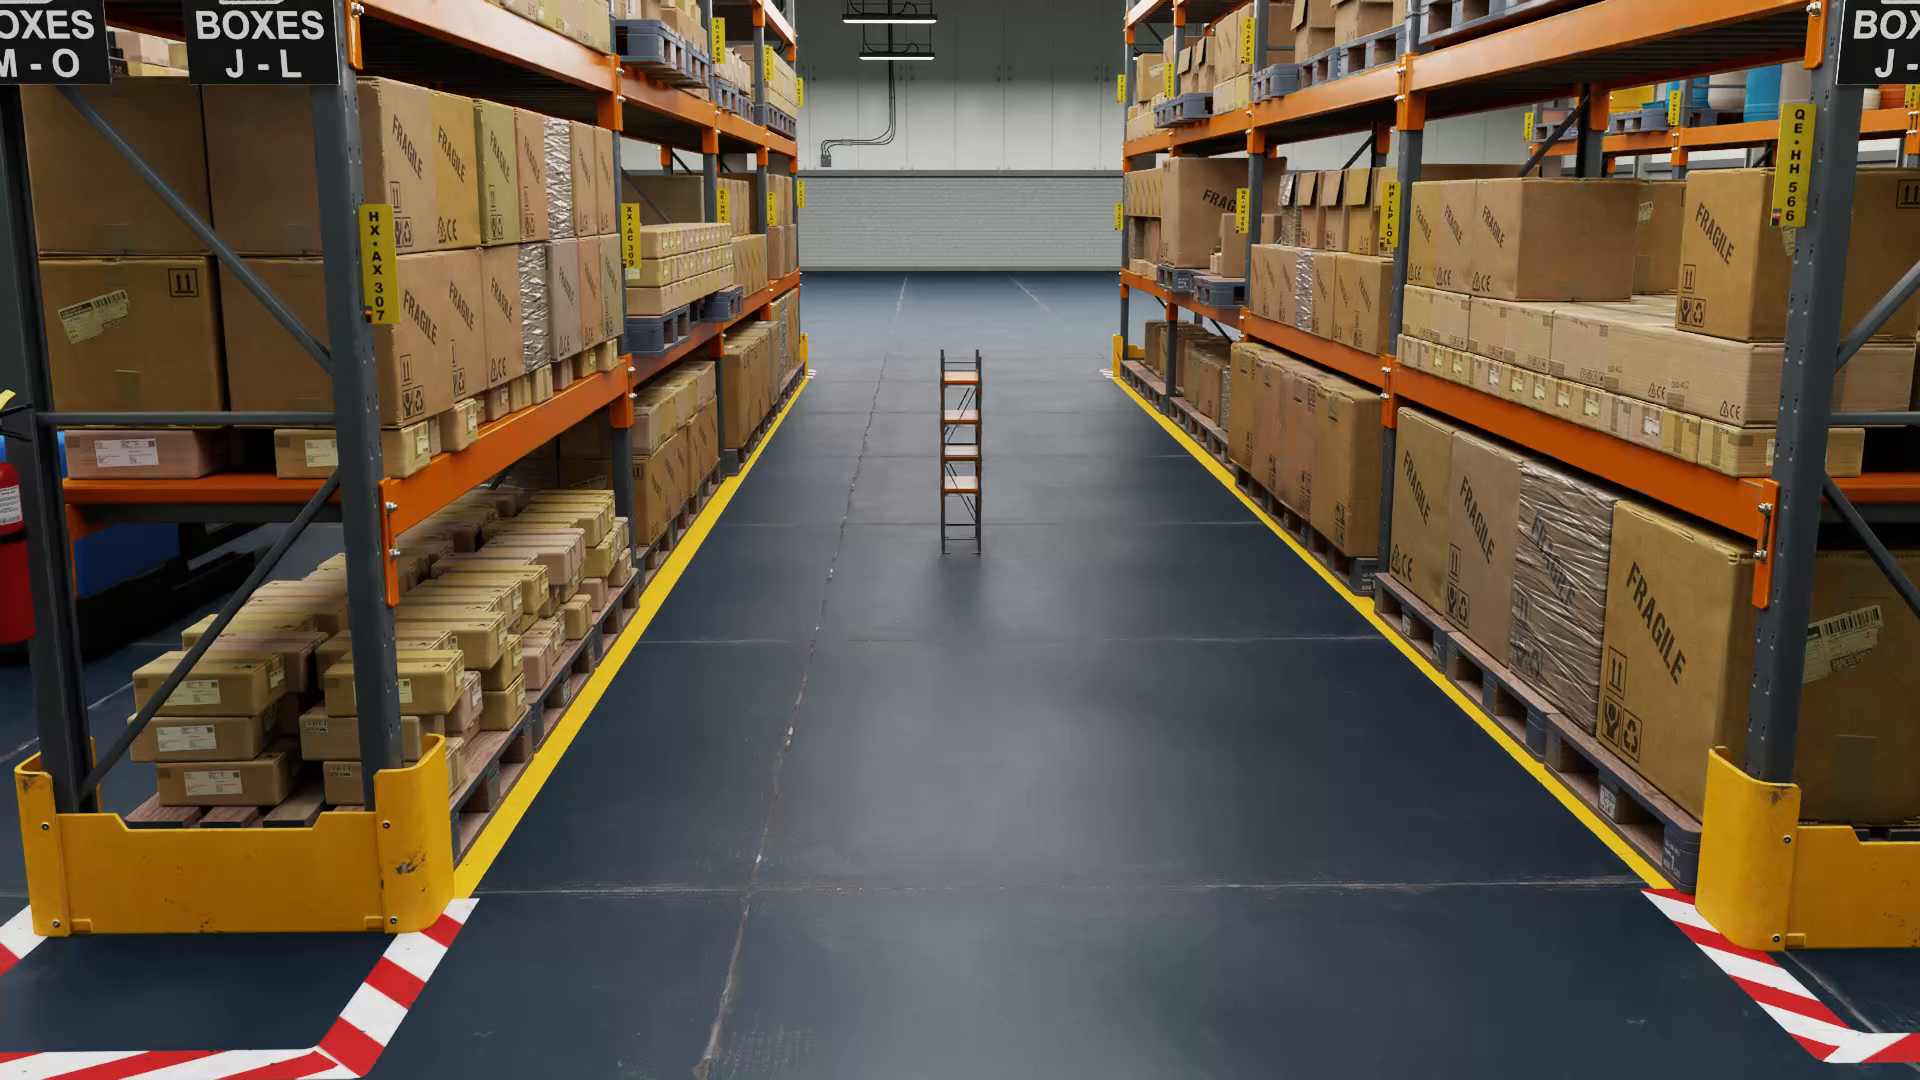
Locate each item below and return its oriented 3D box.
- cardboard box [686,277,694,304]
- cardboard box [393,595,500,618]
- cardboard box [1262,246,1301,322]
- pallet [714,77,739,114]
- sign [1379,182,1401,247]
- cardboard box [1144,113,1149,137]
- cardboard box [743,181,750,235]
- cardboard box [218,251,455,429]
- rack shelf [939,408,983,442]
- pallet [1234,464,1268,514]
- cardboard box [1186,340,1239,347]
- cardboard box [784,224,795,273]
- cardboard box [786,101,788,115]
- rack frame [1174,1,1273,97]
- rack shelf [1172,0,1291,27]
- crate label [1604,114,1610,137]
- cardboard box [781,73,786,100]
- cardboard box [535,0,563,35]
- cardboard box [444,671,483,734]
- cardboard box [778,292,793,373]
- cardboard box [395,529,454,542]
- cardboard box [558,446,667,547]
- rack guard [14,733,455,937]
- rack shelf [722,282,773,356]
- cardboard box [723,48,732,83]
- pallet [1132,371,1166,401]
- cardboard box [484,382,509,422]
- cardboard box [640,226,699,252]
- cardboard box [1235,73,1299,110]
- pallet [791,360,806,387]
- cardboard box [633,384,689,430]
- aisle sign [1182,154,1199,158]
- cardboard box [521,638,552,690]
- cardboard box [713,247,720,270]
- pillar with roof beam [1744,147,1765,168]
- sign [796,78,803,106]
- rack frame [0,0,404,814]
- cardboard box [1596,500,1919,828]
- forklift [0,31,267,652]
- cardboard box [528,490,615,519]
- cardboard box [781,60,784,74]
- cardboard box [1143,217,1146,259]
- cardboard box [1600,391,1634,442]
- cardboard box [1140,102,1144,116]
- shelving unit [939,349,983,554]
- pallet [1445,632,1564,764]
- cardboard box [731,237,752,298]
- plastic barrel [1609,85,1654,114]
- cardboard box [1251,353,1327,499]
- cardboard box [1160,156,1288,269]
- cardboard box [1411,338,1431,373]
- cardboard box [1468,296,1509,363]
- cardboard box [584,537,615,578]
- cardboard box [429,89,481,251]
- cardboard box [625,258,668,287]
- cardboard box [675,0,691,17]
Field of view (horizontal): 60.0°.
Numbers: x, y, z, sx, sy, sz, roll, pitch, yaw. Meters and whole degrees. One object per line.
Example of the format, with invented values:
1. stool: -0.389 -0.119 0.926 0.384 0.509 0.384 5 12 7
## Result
1. cardboard box: -1.801 -1.497 9.969 0.380 0.149 0.250 -1 11 -4
2. cardboard box: -1.909 0.307 6.121 0.380 0.149 0.250 -1 11 -4
3. cardboard box: 2.400 -1.773 11.503 0.500 0.500 0.500 -1 11 -3
4. pallet: -2.379 -3.429 12.849 1.213 0.211 1.003 0 11 1
5. sign: 2.189 -1.654 8.453 0.100 0.325 0.005 0 11 -1
6. cardboard box: 2.274 -4.510 18.077 0.500 0.250 0.500 0 11 1
7. cardboard box: -2.379 -3.159 15.822 0.700 0.500 0.500 0 11 -2
8. cardboard box: -1.880 -0.619 5.066 0.500 0.500 0.500 0 11 2
9. rack shelf: 0.003 -0.708 10.247 0.258 0.148 0.480 0 11 -1
10. pallet: 2.590 -0.401 12.003 1.003 0.211 1.213 0 11 -1
11. cardboard box: 2.598 -1.780 17.018 0.500 0.500 0.500 -1 11 -3
12. cardboard box: -2.391 -3.405 19.421 0.875 0.550 0.550 0 11 -1
13. cardboard box: -2.106 -4.799 18.448 0.380 0.149 0.250 0 11 -1
14. rack frame: 2.566 -5.659 15.822 1.000 3.000 0.127 0 11 -1
15. rack shelf: 2.607 -4.713 13.974 1.077 0.370 4.000 0 11 -1
16. crate label: 7.144 -4.559 18.314 0.502 0.251 0.408 0 11 -1
17. cardboard box: -2.159 -4.916 18.022 0.500 0.250 0.500 0 11 -1
18. cardboard box: -1.940 -2.229 6.833 0.500 0.250 0.500 0 11 -2
19. cardboard box: -1.850 0.552 5.660 0.380 0.149 0.250 0 11 -1
20. cardboard box: -2.377 -2.369 18.981 0.875 0.875 0.875 0 11 -2
21. cardboard box: -2.477 0.048 7.396 0.380 0.149 0.250 0 11 0
22. cardboard box: -1.980 -0.258 9.515 0.500 0.500 0.500 0 11 1
23. rack guard: -2.148 0.876 4.983 1.175 0.500 0.348 0 11 -1
24. rack shelf: -2.354 -1.969 14.529 1.077 0.370 4.000 0 11 -1
25. cardboard box: -2.118 -3.820 13.368 0.500 0.250 0.500 0 11 0
26. pallet: 2.489 -1.729 18.552 1.003 0.211 1.213 0 11 -1
27. cardboard box: -1.925 -0.535 6.282 0.380 0.149 0.250 0 11 -2
28. cardboard box: -1.806 -1.840 10.165 0.380 0.149 0.250 0 11 1
29. cardboard box: 2.394 -3.414 12.677 0.500 0.250 0.500 0 11 -1
30. pallet: -2.383 -1.989 19.832 1.003 0.211 1.213 0 11 -1
31. cardboard box: -2.000 -0.832 10.462 0.500 0.250 0.500 0 11 1
32. aisle sign: 2.782 -4.802 20.147 0.394 0.787 0.004 0 11 -1
33. cardboard box: -1.851 0.500 6.666 0.380 0.149 0.250 -1 11 -4
34. cardboard box: -1.827 -1.901 11.213 0.380 0.149 0.250 0 11 -1
35. pillar with roof beam: 13.544 -9.940 36.924 9.100 9.000 0.548 0 11 -1
36. sign: -1.935 -5.379 19.956 0.100 0.325 0.005 0 11 -1
37. rack frame: -2.147 -0.334 4.660 1.000 3.000 0.127 0 11 -1
38. cardboard box: 2.721 0.375 5.456 0.875 0.875 0.875 0 11 -1
39. forklift: -4.571 -1.150 8.857 1.130 2.935 3.031 0 11 -1
40. cardboard box: -1.962 -0.159 8.418 0.380 0.149 0.250 0 11 0
41. cardboard box: -2.094 -5.088 17.868 0.380 0.149 0.250 0 11 -1
42. cardboard box: 2.598 -3.501 19.272 0.875 0.500 0.500 0 11 -1
43. cardboard box: 2.462 -0.432 5.775 0.380 0.149 0.250 0 11 0
44. cardboard box: 2.230 -4.846 18.733 0.380 0.149 0.250 0 11 -1
45. shelving unit: 0.003 -0.555 10.278 0.258 1.200 0.503 0 11 -1
46. pallet: 2.697 0.632 6.913 1.003 0.211 1.213 0 11 -1
47. cardboard box: -2.083 -2.364 14.414 0.500 0.500 0.500 0 11 -2
48. plastic barrel: 7.586 -5.077 18.965 0.600 0.588 0.600 0 11 0
49. cardboard box: 2.653 -0.774 11.119 1.225 0.875 0.875 0 11 -1
50. cardboard box: 2.443 -3.061 15.536 1.000 1.000 1.000 0 11 -1
51. cardboard box: 2.410 -0.894 8.051 0.380 0.149 0.250 -1 11 -3
52. cardboard box: 2.501 -0.905 7.105 0.500 0.250 0.500 0 11 0
53. cardboard box: -1.864 0.085 7.962 0.380 0.149 0.250 -1 11 -3
54. cardboard box: -1.908 -1.209 5.460 0.500 0.500 0.500 0 11 0
55. cardboard box: -1.778 -1.437 8.928 0.380 0.149 0.250 0 11 0
56. cardboard box: -2.019 -3.637 11.221 0.396 0.266 0.258 0 11 -1
